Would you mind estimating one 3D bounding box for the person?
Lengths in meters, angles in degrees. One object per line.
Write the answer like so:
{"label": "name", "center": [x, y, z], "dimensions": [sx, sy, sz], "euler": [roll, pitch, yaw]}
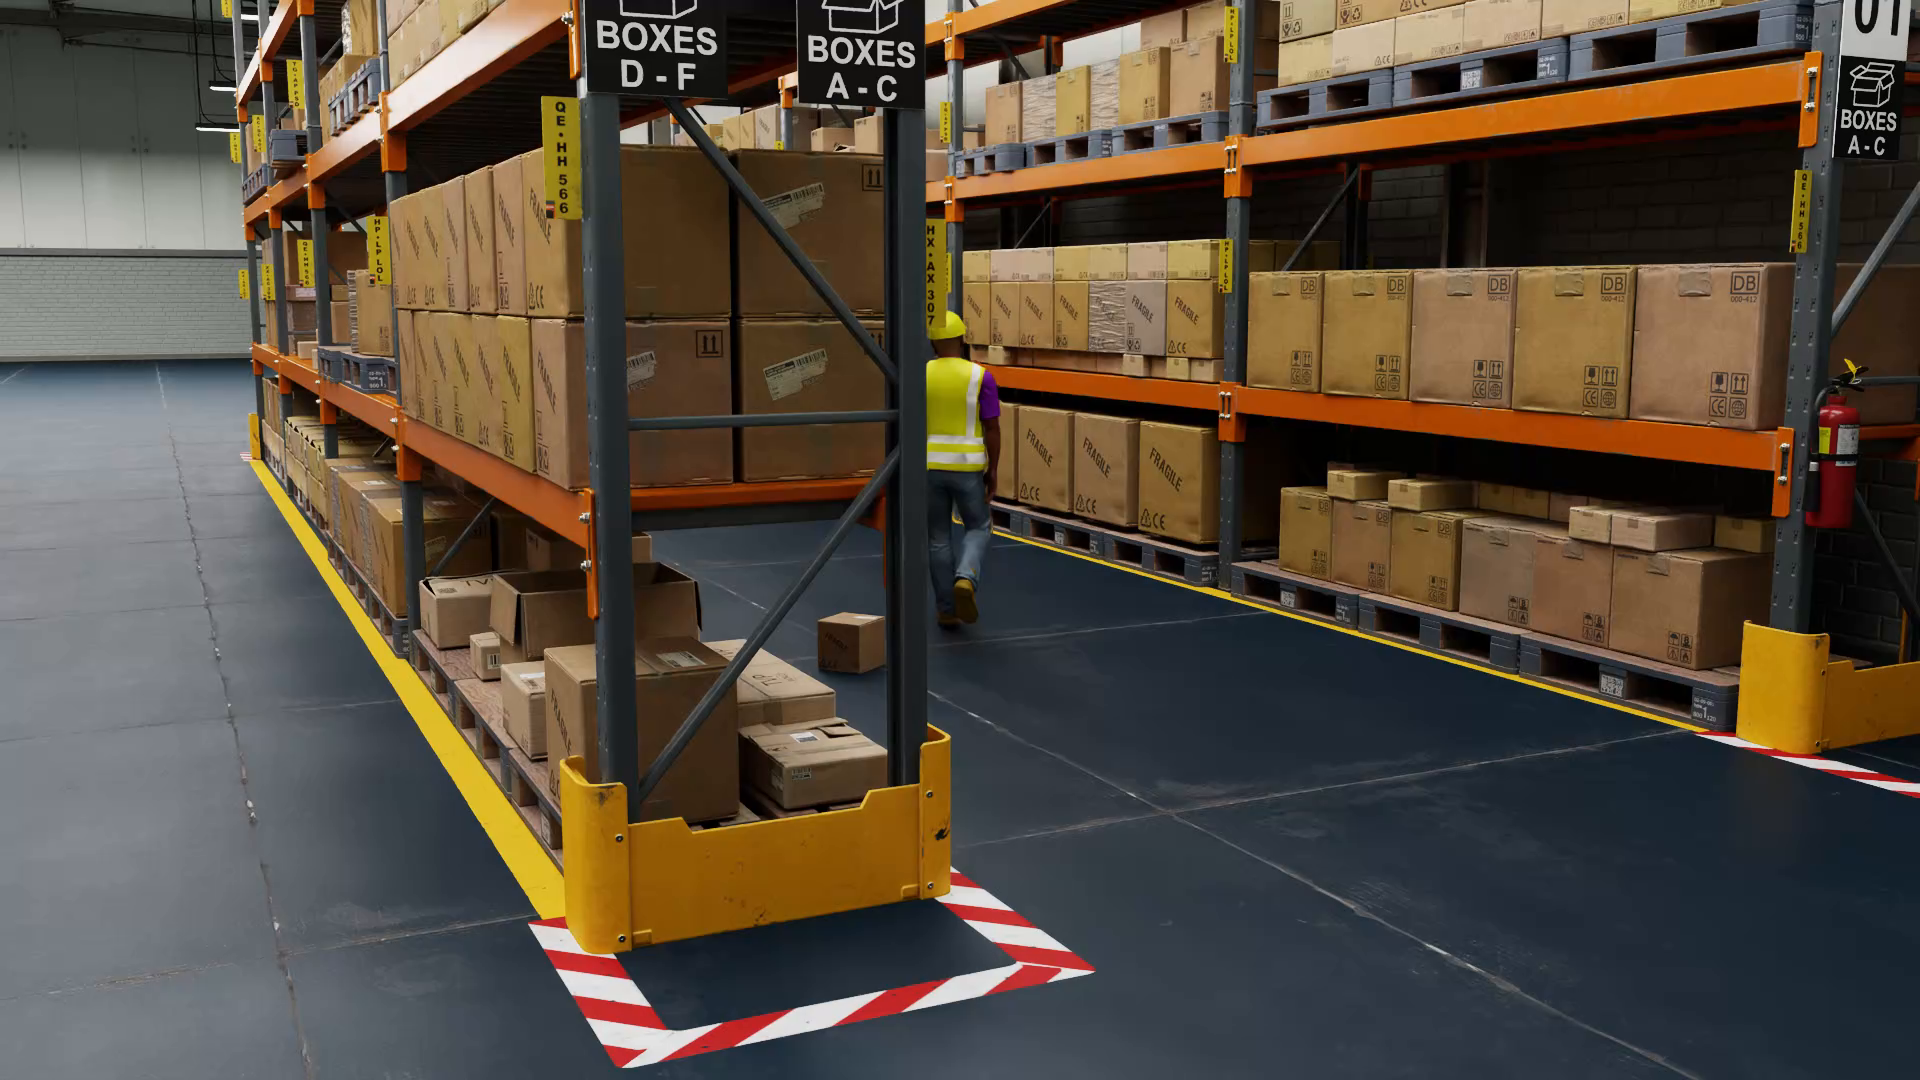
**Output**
{"label": "person", "center": [-0.055, -0.392, 9.243], "dimensions": [0.564, 1.755, 0.550], "euler": [1, 8, 6]}
